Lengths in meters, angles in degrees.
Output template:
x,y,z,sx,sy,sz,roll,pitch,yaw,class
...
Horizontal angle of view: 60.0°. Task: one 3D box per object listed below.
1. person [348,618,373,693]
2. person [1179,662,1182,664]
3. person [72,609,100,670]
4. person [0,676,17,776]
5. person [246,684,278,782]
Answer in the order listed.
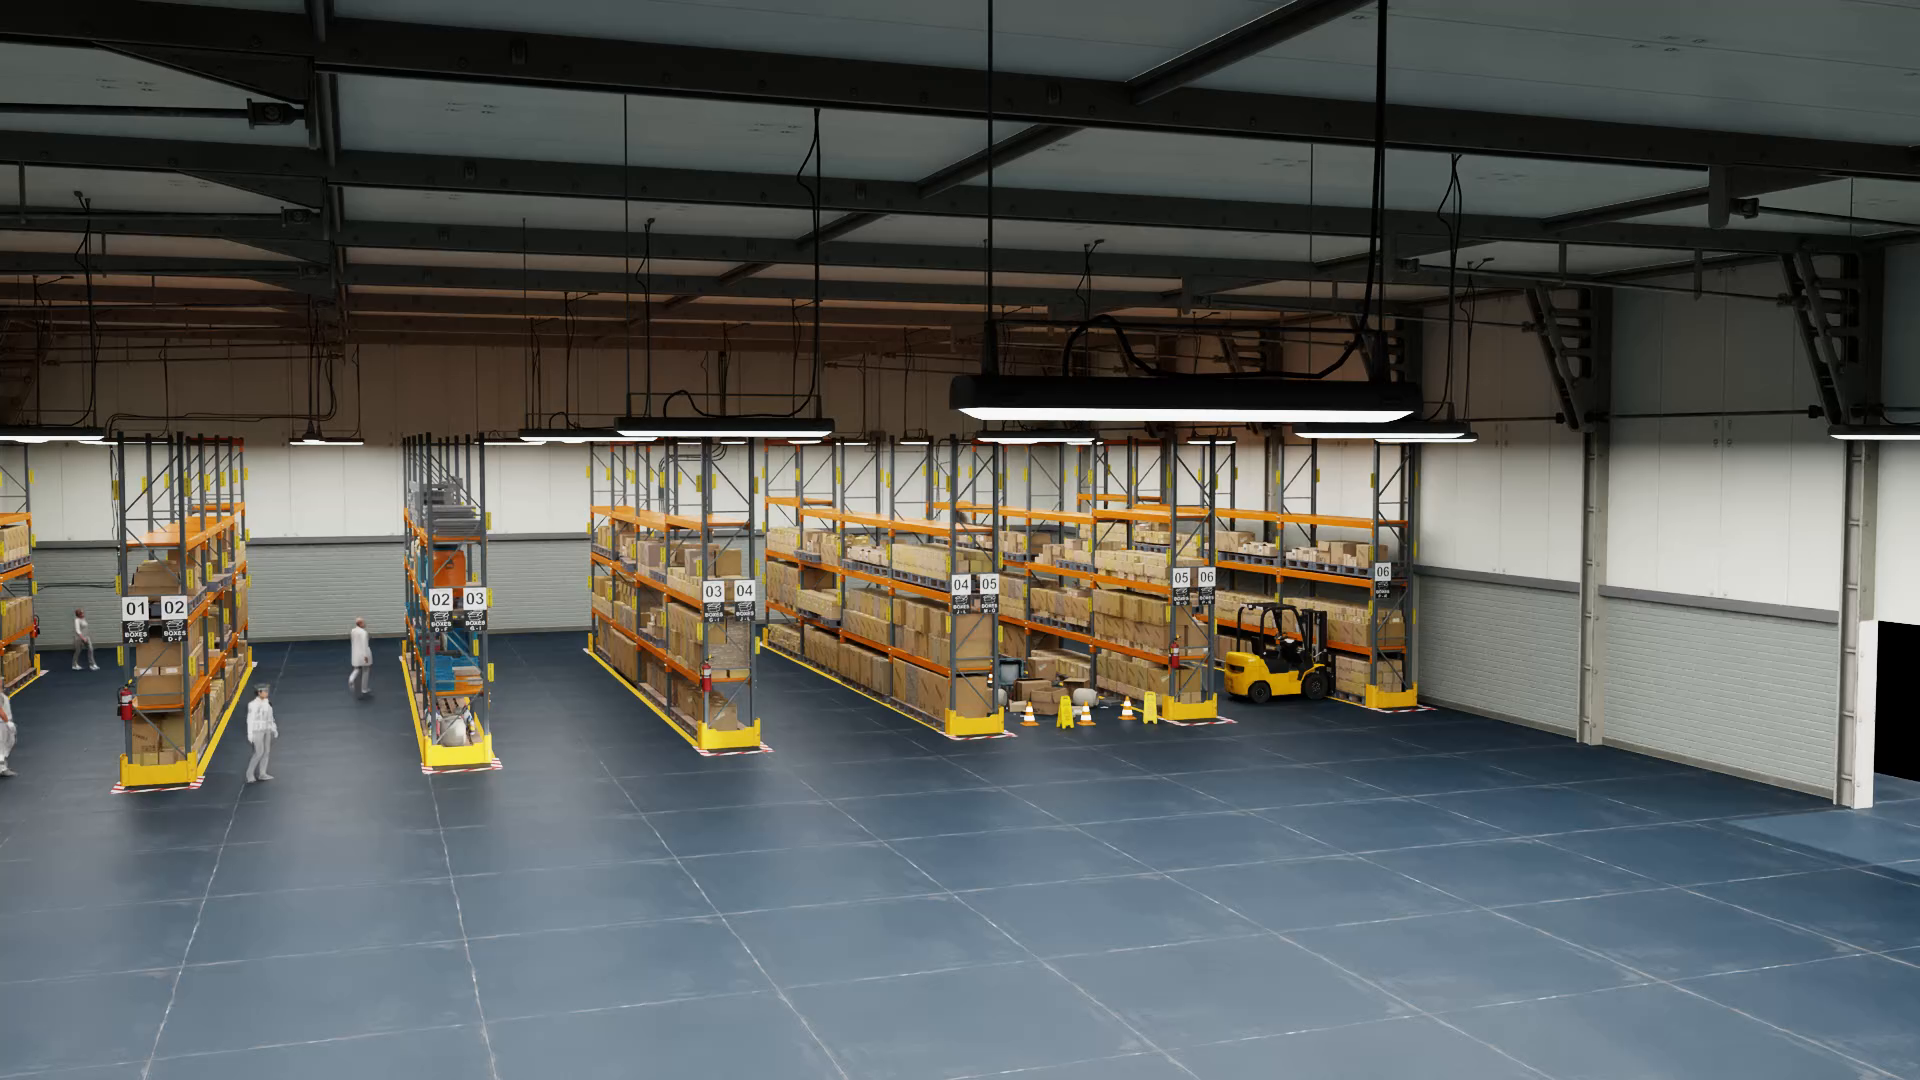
x,y,z,sx,sy,sz,roll,pitch,yaw,class
-13.967,2.685,38.653,0.533,1.765,0.779,1,3,10,person
5.272,2.601,40.705,0.703,1.744,0.574,-1,3,-21,person
-22.551,2.554,42.717,0.734,1.580,0.432,1,3,20,person
-16.748,3.231,29.109,0.554,1.830,0.647,-1,3,-15,person
-12.033,3.307,28.670,0.384,1.661,0.583,1,3,19,person
